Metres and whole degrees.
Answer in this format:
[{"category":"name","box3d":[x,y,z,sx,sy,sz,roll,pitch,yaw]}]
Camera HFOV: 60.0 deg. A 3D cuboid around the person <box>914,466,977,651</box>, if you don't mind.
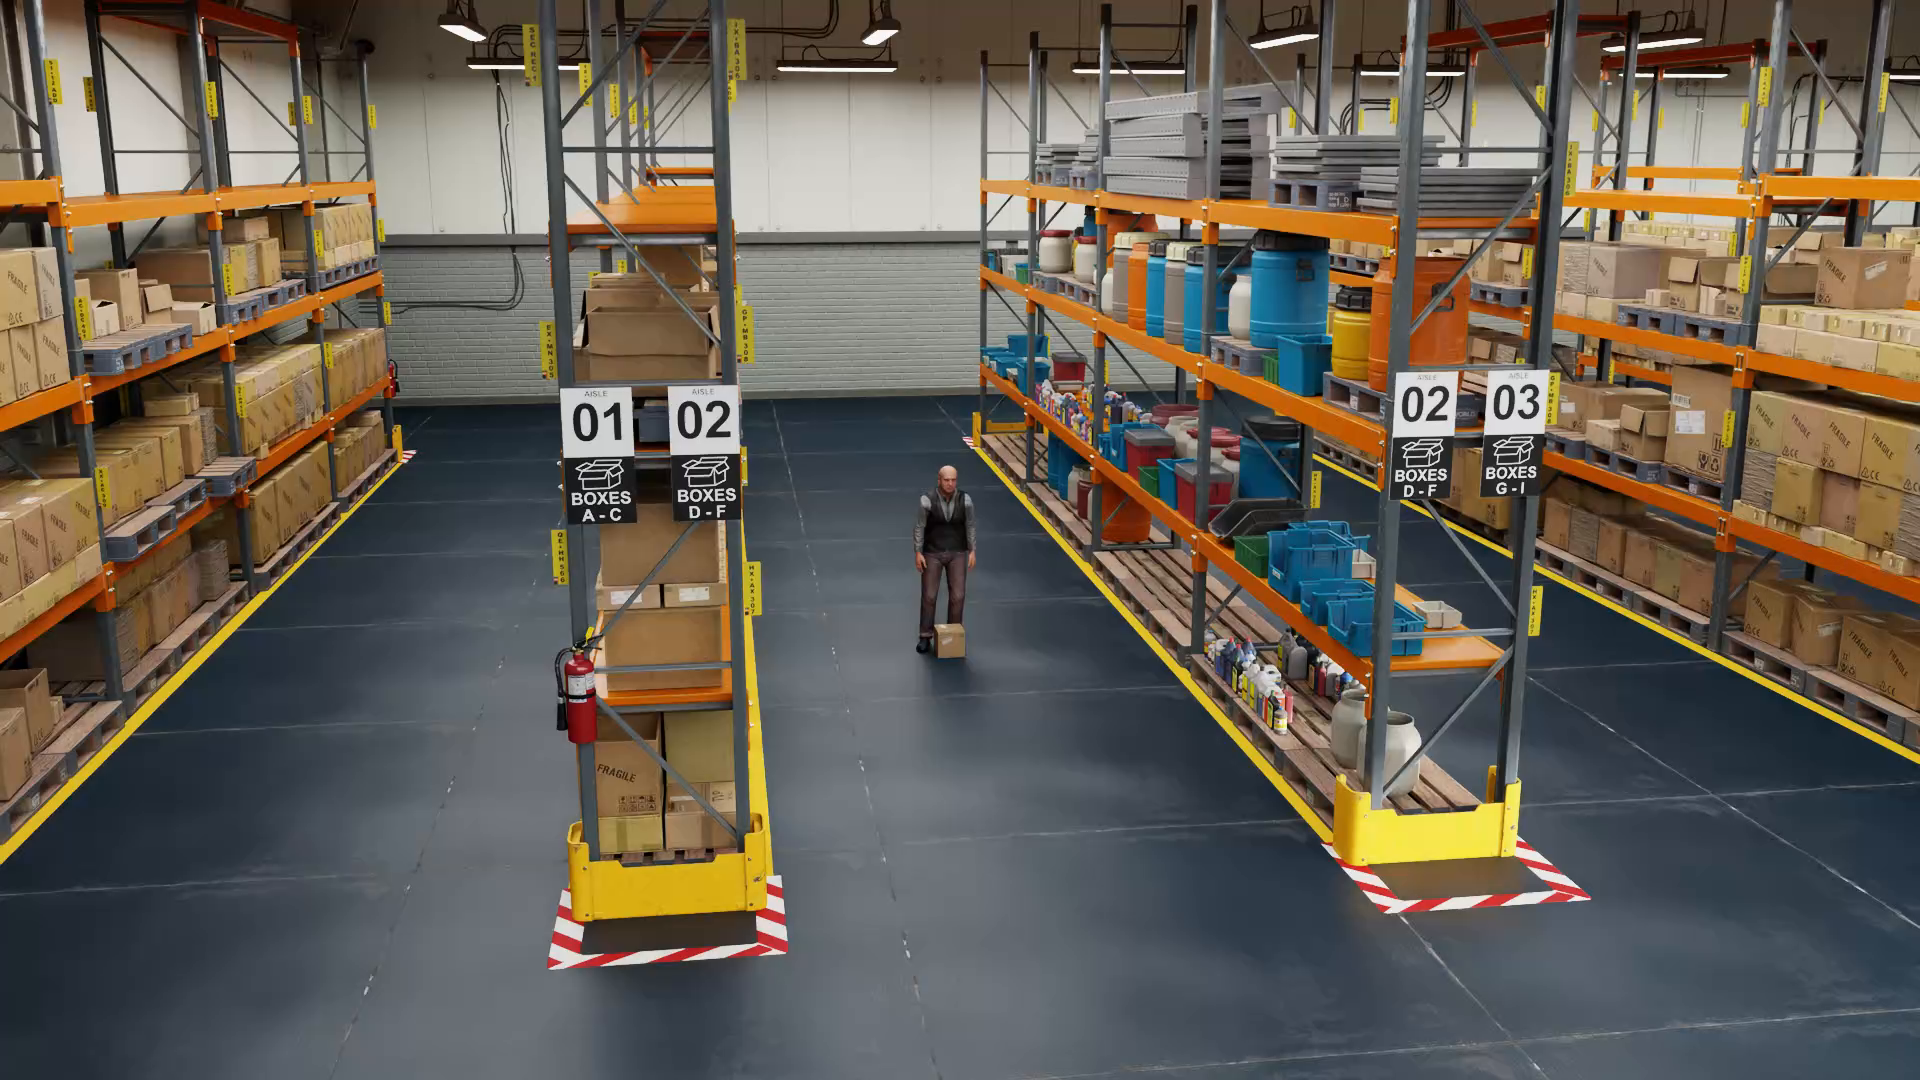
[{"category":"person","box3d":[-0.135,0.154,15.372,0.590,1.722,0.465,-2,13,-10]}]
